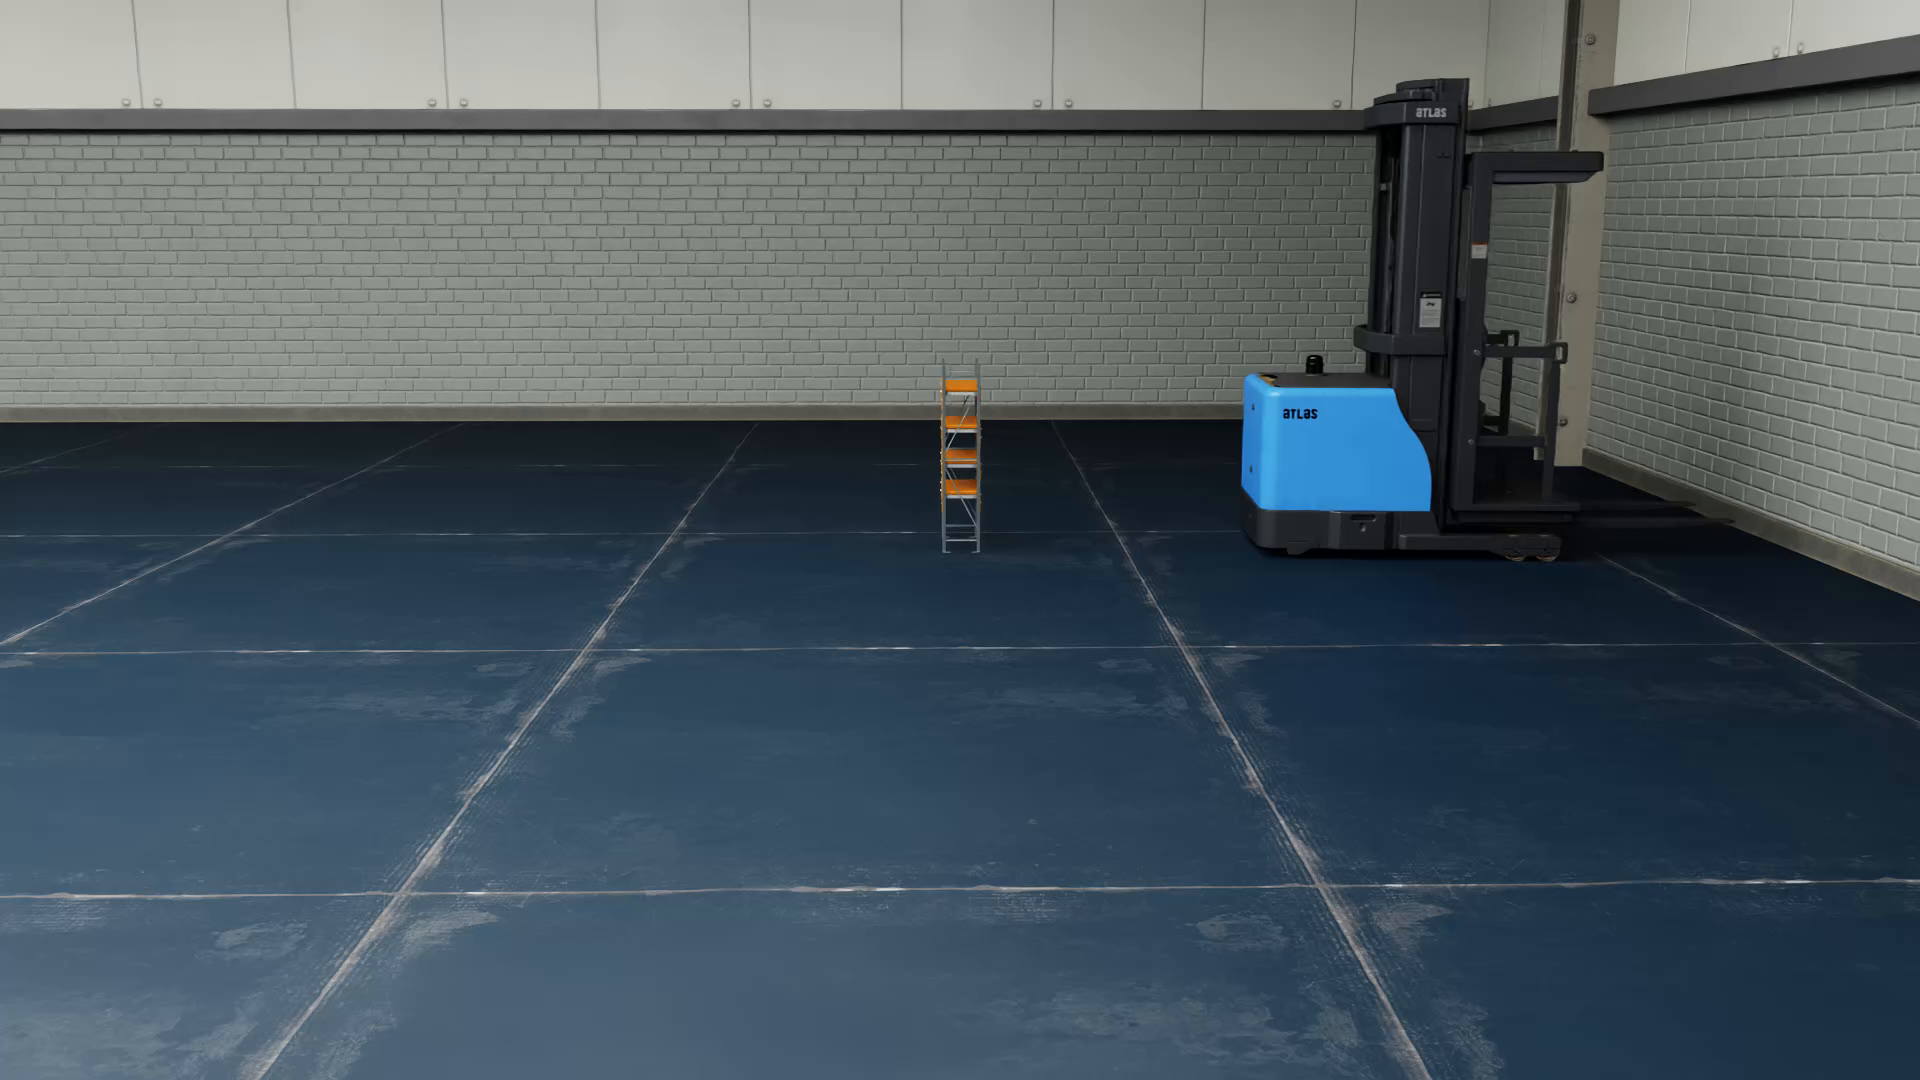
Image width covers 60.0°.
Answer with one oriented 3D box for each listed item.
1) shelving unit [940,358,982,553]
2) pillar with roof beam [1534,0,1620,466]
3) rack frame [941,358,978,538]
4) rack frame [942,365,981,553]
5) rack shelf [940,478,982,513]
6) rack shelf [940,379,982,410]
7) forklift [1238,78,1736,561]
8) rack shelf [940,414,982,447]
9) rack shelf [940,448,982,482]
[{"bbox_3d":[0.003,-0.555,10.778,0.258,1.200,0.503,0,11,-1],"label":"shelving unit"},{"bbox_3d":[0.871,-5.063,13.380,9.100,9.000,0.400,0,11,-1],"label":"pillar with roof beam"},{"bbox_3d":[-0.002,-0.604,11.017,0.240,1.200,0.015,0,11,-1],"label":"rack frame"},{"bbox_3d":[0.008,-0.507,10.539,0.240,1.200,0.015,0,11,-1],"label":"rack frame"},{"bbox_3d":[0.003,-0.295,10.830,0.258,0.148,0.480,0,11,-1],"label":"rack shelf"},{"bbox_3d":[0.003,-0.940,10.699,0.258,0.148,0.480,0,11,-1],"label":"rack shelf"},{"bbox_3d":[3.403,-1.410,10.637,3.031,2.935,1.130,0,11,2],"label":"forklift"},{"bbox_3d":[0.003,-0.708,10.747,0.258,0.148,0.480,0,11,-1],"label":"rack shelf"},{"bbox_3d":[0.003,-0.489,10.791,0.258,0.148,0.480,0,11,-1],"label":"rack shelf"}]
